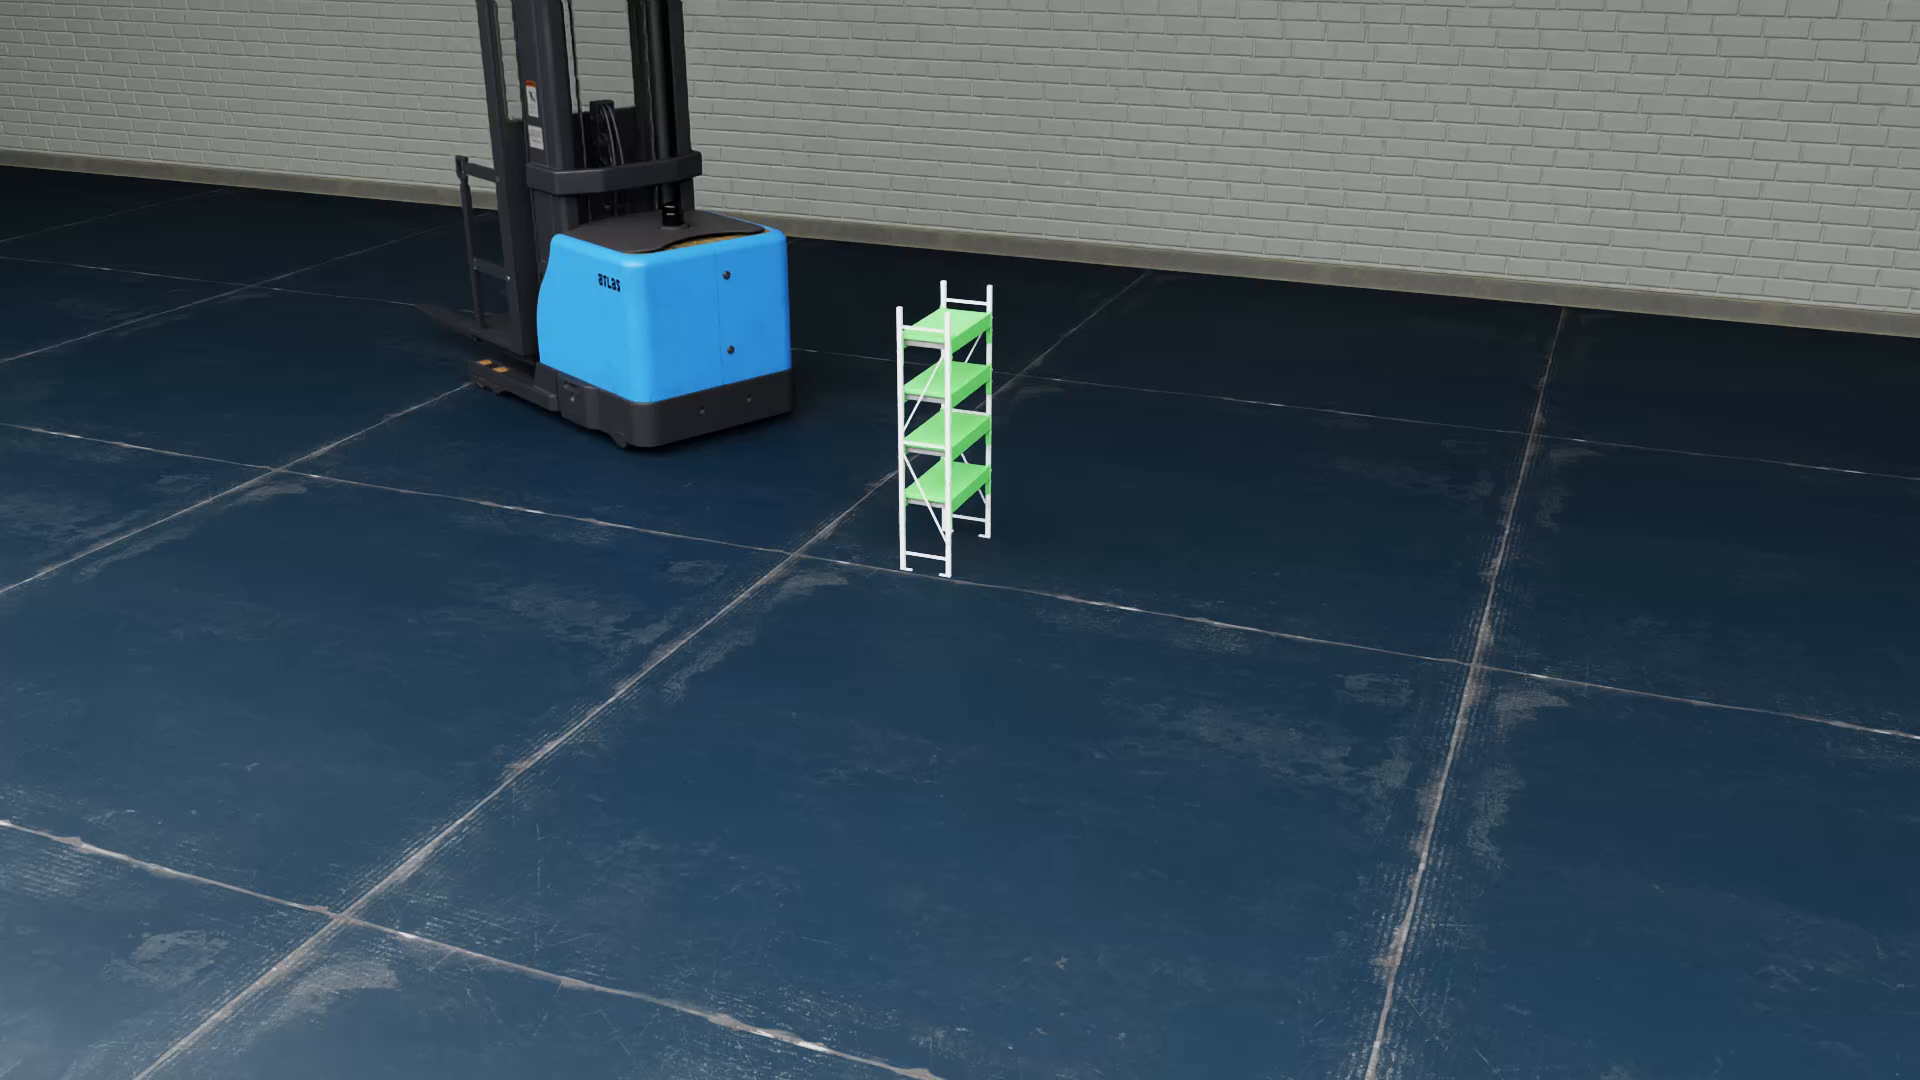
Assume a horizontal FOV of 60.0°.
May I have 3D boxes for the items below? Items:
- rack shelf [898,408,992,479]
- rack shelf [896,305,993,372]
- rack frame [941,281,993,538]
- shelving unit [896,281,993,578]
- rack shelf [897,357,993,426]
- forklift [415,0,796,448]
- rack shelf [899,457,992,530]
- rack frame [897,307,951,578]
[{"bbox_3d":[-0.061,-0.435,7.402,0.258,0.148,0.480,9,24,20],"label":"rack shelf"},{"bbox_3d":[-0.062,-0.878,7.217,0.258,0.148,0.480,9,24,20],"label":"rack shelf"},{"bbox_3d":[0.029,-0.582,7.586,0.240,1.200,0.015,9,24,20],"label":"rack frame"},{"bbox_3d":[-0.061,-0.494,7.377,0.258,1.200,0.503,9,24,20],"label":"shelving unit"},{"bbox_3d":[-0.061,-0.657,7.309,0.258,0.148,0.480,9,24,20],"label":"rack shelf"},{"bbox_3d":[-2.280,-2.323,9.509,1.130,2.935,3.031,-19,29,-38],"label":"forklift"},{"bbox_3d":[-0.061,-0.214,7.494,0.258,0.148,0.480,9,24,20],"label":"rack shelf"},{"bbox_3d":[-0.152,-0.407,7.168,0.240,1.200,0.015,9,24,20],"label":"rack frame"}]
